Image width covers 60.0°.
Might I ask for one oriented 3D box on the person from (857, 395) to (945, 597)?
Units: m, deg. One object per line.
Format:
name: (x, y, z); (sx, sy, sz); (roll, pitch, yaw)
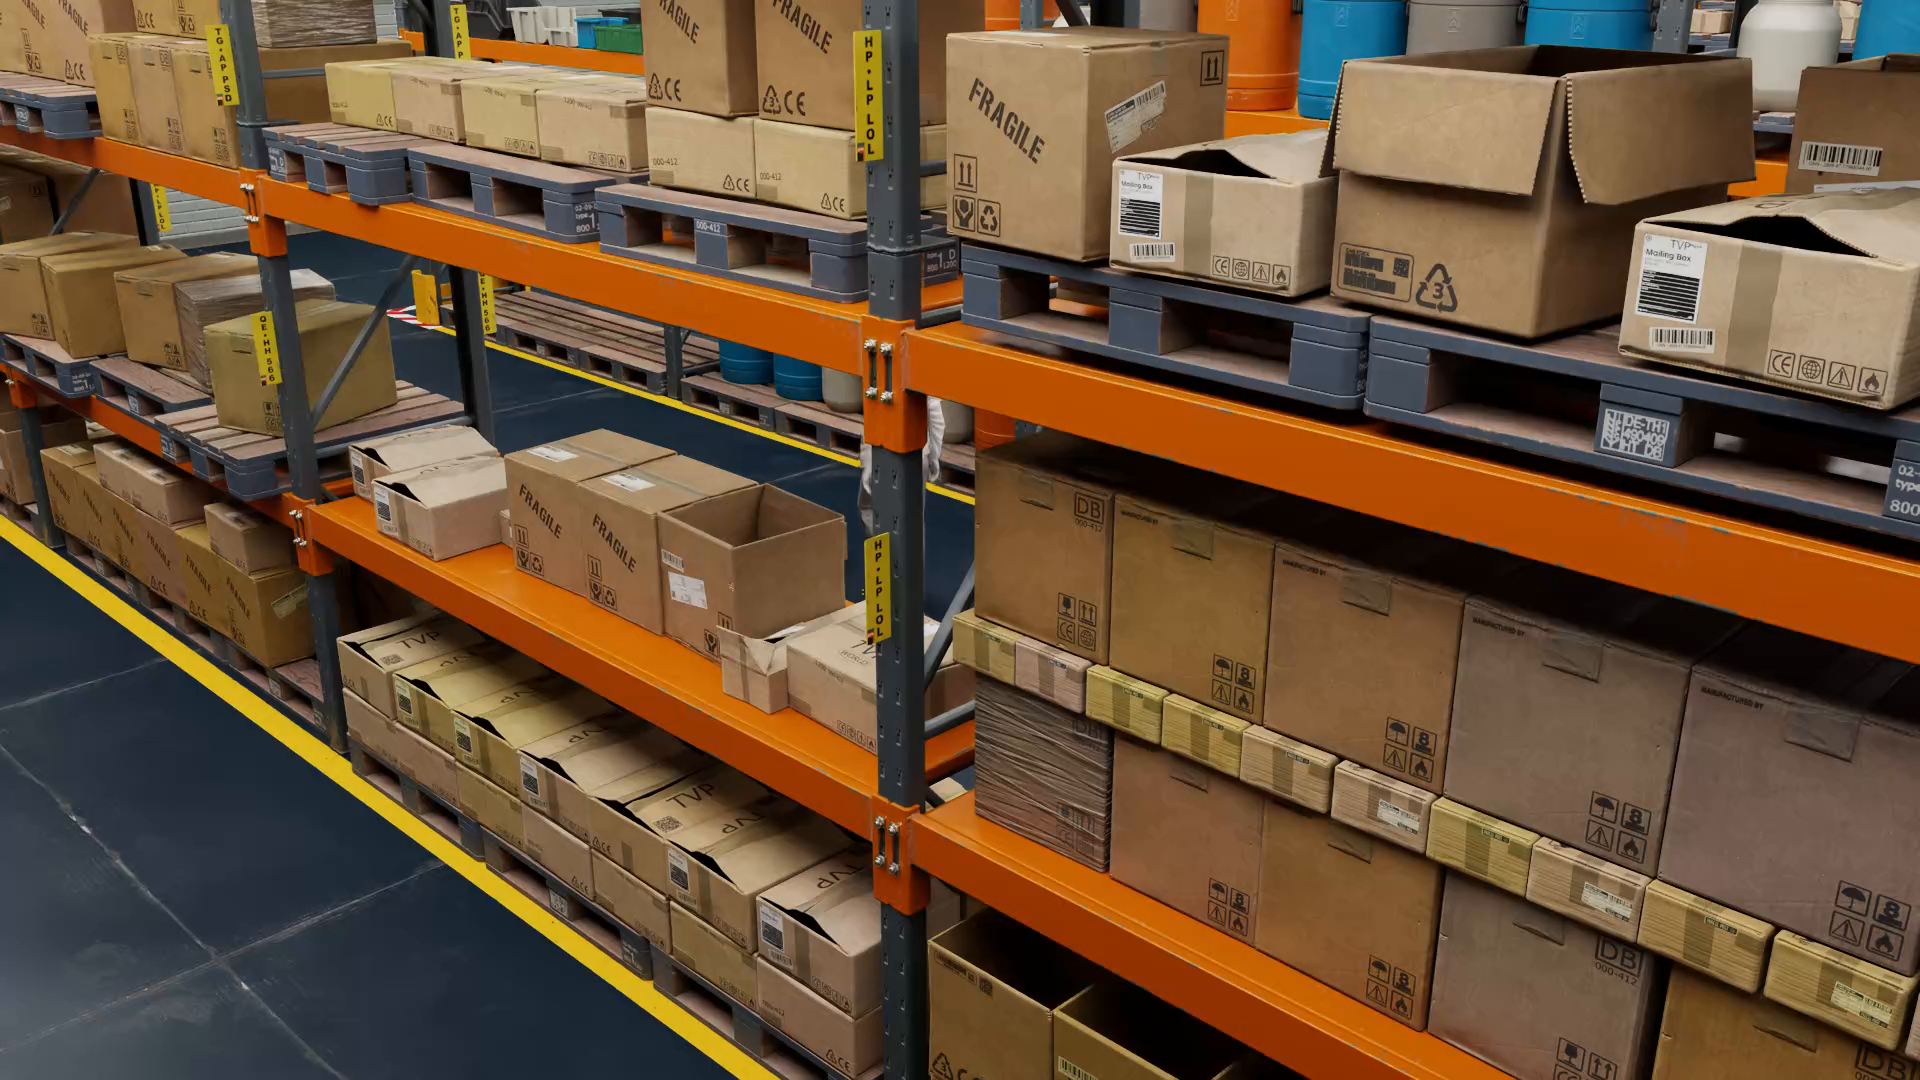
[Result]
person: (-0.358, -0.444, 9.747); (0.517, 1.709, 0.380); (-6, 22, -15)
